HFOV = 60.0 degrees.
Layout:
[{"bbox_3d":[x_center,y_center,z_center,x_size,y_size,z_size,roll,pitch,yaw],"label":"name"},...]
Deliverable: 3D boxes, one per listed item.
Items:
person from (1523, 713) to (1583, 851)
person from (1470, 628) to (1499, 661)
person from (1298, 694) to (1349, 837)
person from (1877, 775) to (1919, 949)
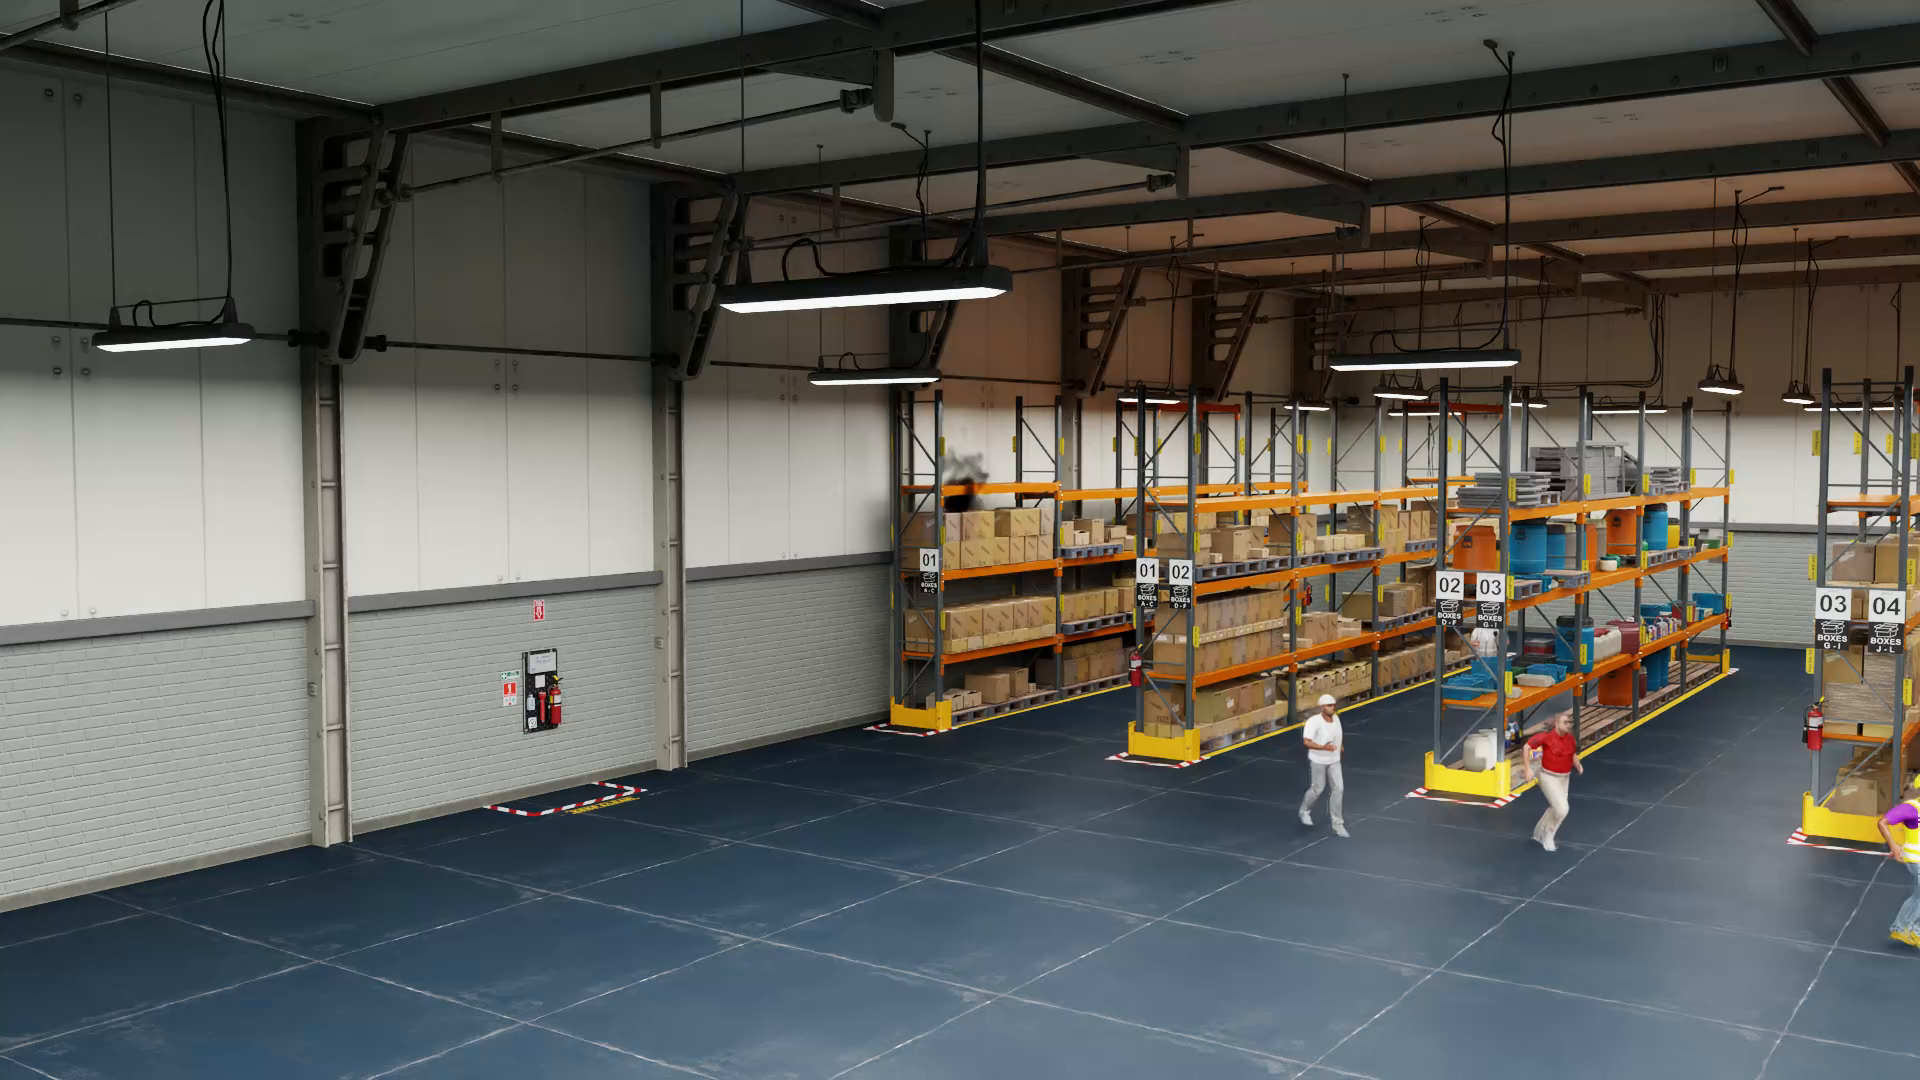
[{"bbox_3d":[7.385,3.015,20.632,0.657,1.748,0.725,-2,4,-29],"label":"person"},{"bbox_3d":[10.237,2.291,32.322,0.621,1.798,0.937,1,4,25],"label":"person"},{"bbox_3d":[4.733,2.903,21.609,0.716,1.822,0.804,-2,4,-25],"label":"person"},{"bbox_3d":[9.551,3.195,16.428,0.685,1.785,0.692,-2,4,-32],"label":"person"}]
